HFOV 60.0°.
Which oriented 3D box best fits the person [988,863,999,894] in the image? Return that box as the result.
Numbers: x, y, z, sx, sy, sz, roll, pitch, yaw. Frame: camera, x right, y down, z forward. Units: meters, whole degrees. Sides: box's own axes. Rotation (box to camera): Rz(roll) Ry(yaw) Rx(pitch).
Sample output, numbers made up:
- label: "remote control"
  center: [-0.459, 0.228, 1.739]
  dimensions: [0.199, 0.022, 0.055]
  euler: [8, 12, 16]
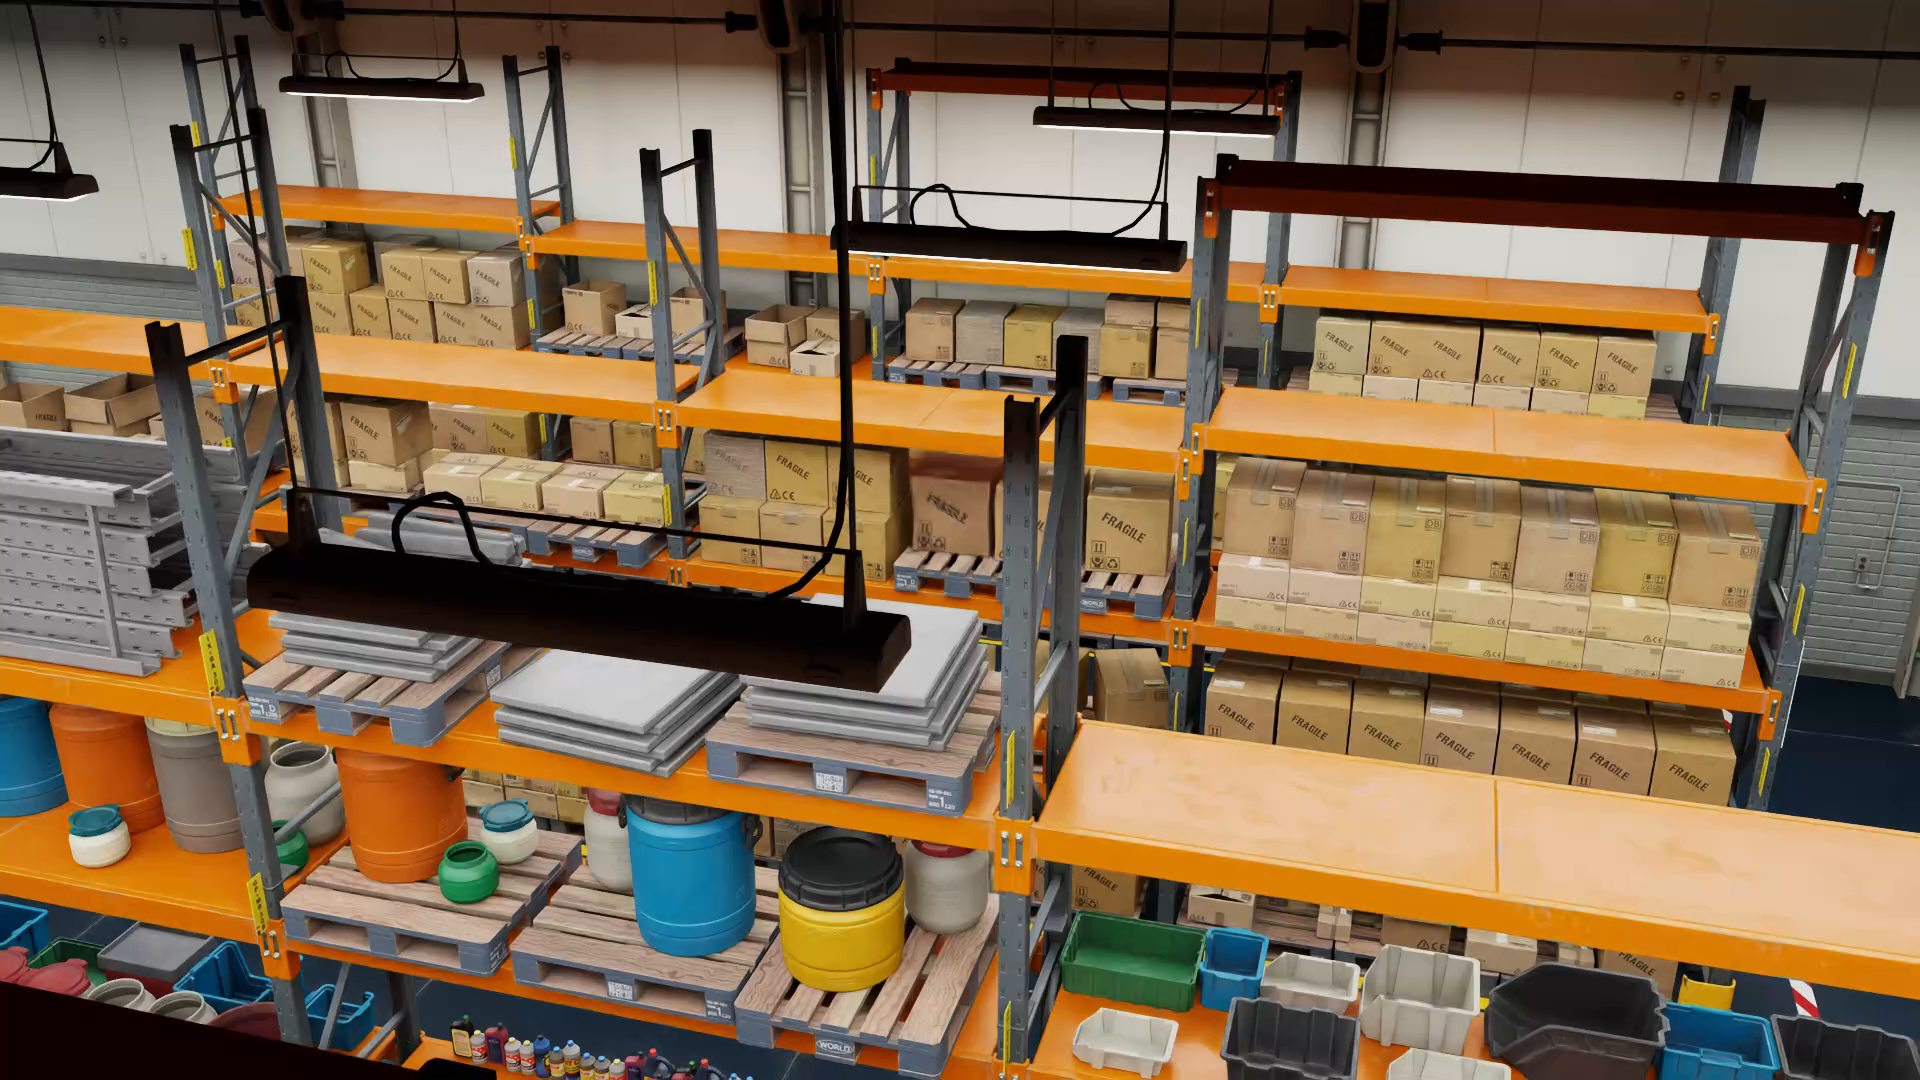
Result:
- label: "person"
  center: [0.297, 2.777, 12.021]
  dimensions: [0.450, 1.595, 0.455]
  euler: [13, 26, 28]
